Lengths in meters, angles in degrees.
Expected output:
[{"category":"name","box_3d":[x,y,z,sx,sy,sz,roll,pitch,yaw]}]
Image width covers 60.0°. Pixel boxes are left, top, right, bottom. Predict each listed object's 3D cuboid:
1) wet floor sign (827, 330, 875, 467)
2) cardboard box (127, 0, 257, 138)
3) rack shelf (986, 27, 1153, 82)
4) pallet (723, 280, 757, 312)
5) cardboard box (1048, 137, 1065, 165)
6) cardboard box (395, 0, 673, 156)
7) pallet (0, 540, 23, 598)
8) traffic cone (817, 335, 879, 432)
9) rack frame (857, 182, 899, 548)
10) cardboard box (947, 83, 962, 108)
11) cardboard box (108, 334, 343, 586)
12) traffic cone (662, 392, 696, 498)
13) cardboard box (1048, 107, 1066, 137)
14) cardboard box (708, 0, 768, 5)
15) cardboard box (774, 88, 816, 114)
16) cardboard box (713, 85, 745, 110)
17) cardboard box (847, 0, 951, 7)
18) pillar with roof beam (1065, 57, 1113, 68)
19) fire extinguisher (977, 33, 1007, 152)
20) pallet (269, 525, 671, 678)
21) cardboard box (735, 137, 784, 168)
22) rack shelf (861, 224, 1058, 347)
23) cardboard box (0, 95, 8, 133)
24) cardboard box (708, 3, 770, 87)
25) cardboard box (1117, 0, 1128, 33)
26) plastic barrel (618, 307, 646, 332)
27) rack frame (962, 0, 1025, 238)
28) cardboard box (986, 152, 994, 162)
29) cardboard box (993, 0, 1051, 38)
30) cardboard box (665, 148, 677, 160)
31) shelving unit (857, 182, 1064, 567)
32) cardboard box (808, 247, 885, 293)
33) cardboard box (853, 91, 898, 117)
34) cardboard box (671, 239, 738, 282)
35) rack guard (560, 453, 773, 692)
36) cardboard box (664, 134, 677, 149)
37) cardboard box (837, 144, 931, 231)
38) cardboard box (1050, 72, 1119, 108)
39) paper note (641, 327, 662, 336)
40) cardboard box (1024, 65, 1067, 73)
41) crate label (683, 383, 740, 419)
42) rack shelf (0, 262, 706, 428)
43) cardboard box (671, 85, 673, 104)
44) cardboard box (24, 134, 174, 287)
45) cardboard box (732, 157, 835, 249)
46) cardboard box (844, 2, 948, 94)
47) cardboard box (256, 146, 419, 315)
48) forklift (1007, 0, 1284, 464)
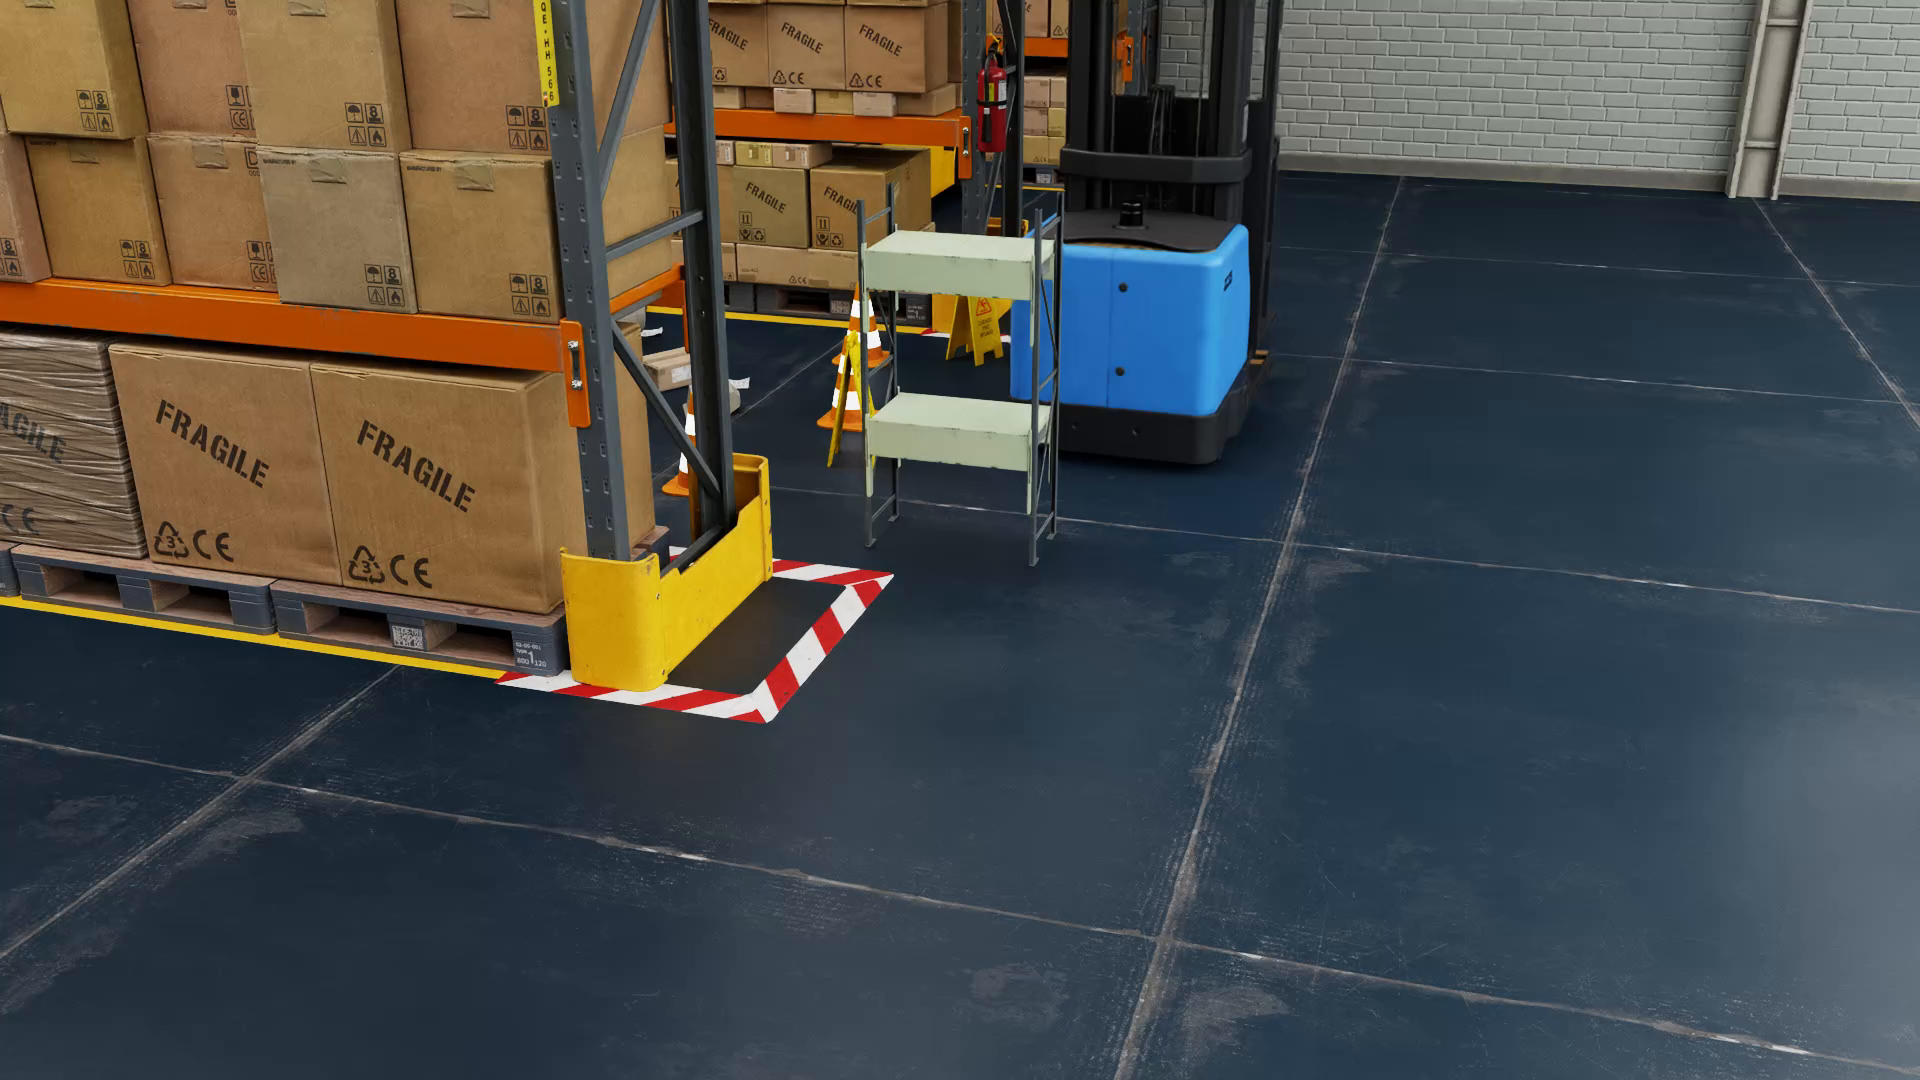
[{"category":"wet floor sign","box_3d":[-0.519,-0.699,8.123,0.232,0.644,0.267,3,22,6]},{"category":"cardboard box","box_3d":[-2.513,-1.833,6.165,0.550,0.550,0.875,7,23,16]},{"category":"rack shelf","box_3d":[-0.270,-4.571,15.410,4.000,0.370,1.077,7,23,16]},{"category":"pallet","box_3d":[-1.790,-1.836,11.467,1.213,0.211,1.003,7,23,16]},{"category":"cardboard box","box_3d":[1.104,-3.544,15.027,0.500,0.250,0.500,7,23,16]},{"category":"cardboard box","box_3d":[-1.463,-1.695,5.830,0.550,0.550,0.875,7,23,16]},{"category":"pallet","box_3d":[-4.243,-0.108,7.256,1.213,0.211,1.003,7,23,15]},{"category":"traffic cone","box_3d":[-0.565,-0.845,8.721,0.334,0.463,0.336,7,23,16]},{"category":"rack frame","box_3d":[-0.344,-0.733,7.081,0.023,1.500,0.400,7,23,16]},{"category":"cardboard box","box_3d":[-0.051,-2.877,10.663,0.250,0.149,0.380,7,23,16]},{"category":"cardboard box","box_3d":[-2.630,-0.429,6.609,0.875,0.875,0.875,6,23,15]},{"category":"traffic cone","box_3d":[-1.217,-0.472,7.811,0.334,0.463,0.336,7,23,16]},{"category":"cardboard box","box_3d":[1.088,-3.778,14.939,0.500,0.250,0.500,6,23,15]},{"category":"cardboard box","box_3d":[-1.338,-3.581,10.206,0.500,0.500,0.700,6,23,15]},{"category":"cardboard box","box_3d":[-0.974,-2.769,10.399,0.250,0.149,0.380,7,23,16]},{"category":"cardboard box","box_3d":[-1.450,-2.843,10.579,0.250,0.149,0.380,6,23,15]},{"category":"cardboard box","box_3d":[-0.338,-3.504,10.019,0.500,0.500,0.700,6,23,14]},{"category":"pillar with roof beam","box_3d":[-0.005,-6.300,10.772,0.400,9.000,9.100,7,23,16]},{"category":"fire extinguisher","box_3d":[0.191,-2.665,9.917,0.183,0.674,0.296,7,23,16]},{"category":"pallet","box_3d":[-1.907,0.159,6.604,1.213,0.211,1.003,7,23,15]},{"category":"cardboard box","box_3d":[-1.238,-2.488,10.610,0.250,0.149,0.380,7,23,16]},{"category":"rack shelf","box_3d":[0.006,-1.054,6.836,0.720,0.370,0.431,7,23,16]},{"category":"cardboard box","box_3d":[-3.567,-1.899,6.326,0.550,0.550,0.875,7,23,16]},{"category":"cardboard box","box_3d":[-1.341,-3.137,10.442,0.500,0.500,0.500,6,23,15]},{"category":"cardboard box","box_3d":[1.251,-4.886,15.098,0.500,0.500,0.500,7,23,17]},{"category":"plastic barrel","box_3d":[-2.200,-1.366,10.041,0.512,0.421,0.421,-14,26,-30]},{"category":"rack frame","box_3d":[0.215,-2.881,10.341,0.127,3.000,1.000,7,23,16]},{"category":"cardboard box","box_3d":[0.154,-3.660,15.310,0.500,0.250,0.500,7,23,16]},{"category":"cardboard box","box_3d":[0.604,-4.750,14.766,0.500,0.500,0.500,7,23,17]},{"category":"cardboard box","box_3d":[-2.116,-2.314,11.041,0.500,0.500,0.500,8,24,18]},{"category":"shelving unit","box_3d":[0.006,-0.693,6.984,0.755,1.500,0.431,7,23,16]},{"category":"cardboard box","box_3d":[-0.660,-1.797,10.768,0.500,0.250,0.500,6,23,15]},{"category":"cardboard box","box_3d":[-0.480,-2.716,10.269,0.250,0.149,0.380,6,23,15]},{"category":"cardboard box","box_3d":[-1.633,-1.909,11.042,0.500,0.250,0.500,6,23,14]},{"category":"rack guard","box_3d":[-1.096,0.088,6.398,0.348,0.500,1.175,7,23,16]},{"category":"cardboard box","box_3d":[-1.995,-2.511,11.520,0.500,0.500,0.500,8,24,18]},{"category":"cardboard box","box_3d":[-0.501,-2.342,11.108,0.500,0.500,0.500,6,23,14]},{"category":"cardboard box","box_3d":[1.114,-4.007,14.838,0.500,0.250,0.500,7,23,17]},{"category":"paper note","box_3d":[-1.942,-1.305,10.410,0.148,0.019,0.142,-1,22,-3]},{"category":"cardboard box","box_3d":[0.760,-4.245,15.418,0.500,0.250,0.500,7,23,16]},{"category":"crate label","box_3d":[-1.335,-0.758,8.938,0.298,0.136,0.250,-5,23,-12]},{"category":"rack shelf","box_3d":[-3.033,-0.958,6.601,4.000,0.370,1.077,7,23,16]},{"category":"cardboard box","box_3d":[-1.935,-2.891,10.697,0.250,0.149,0.380,6,23,15]},{"category":"cardboard box","box_3d":[-3.039,-1.368,6.454,0.500,0.550,0.875,7,23,16]},{"category":"cardboard box","box_3d":[-1.128,-2.199,10.761,0.500,0.500,0.500,7,23,17]},{"category":"cardboard box","box_3d":[-0.385,-3.024,10.167,0.500,0.500,0.500,6,23,15]},{"category":"cardboard box","box_3d":[-2.020,-1.218,6.088,0.550,0.550,0.875,7,23,16]},{"category":"forklift","box_3d":[1.166,-2.248,8.889,1.130,2.935,3.031,7,23,16]}]
